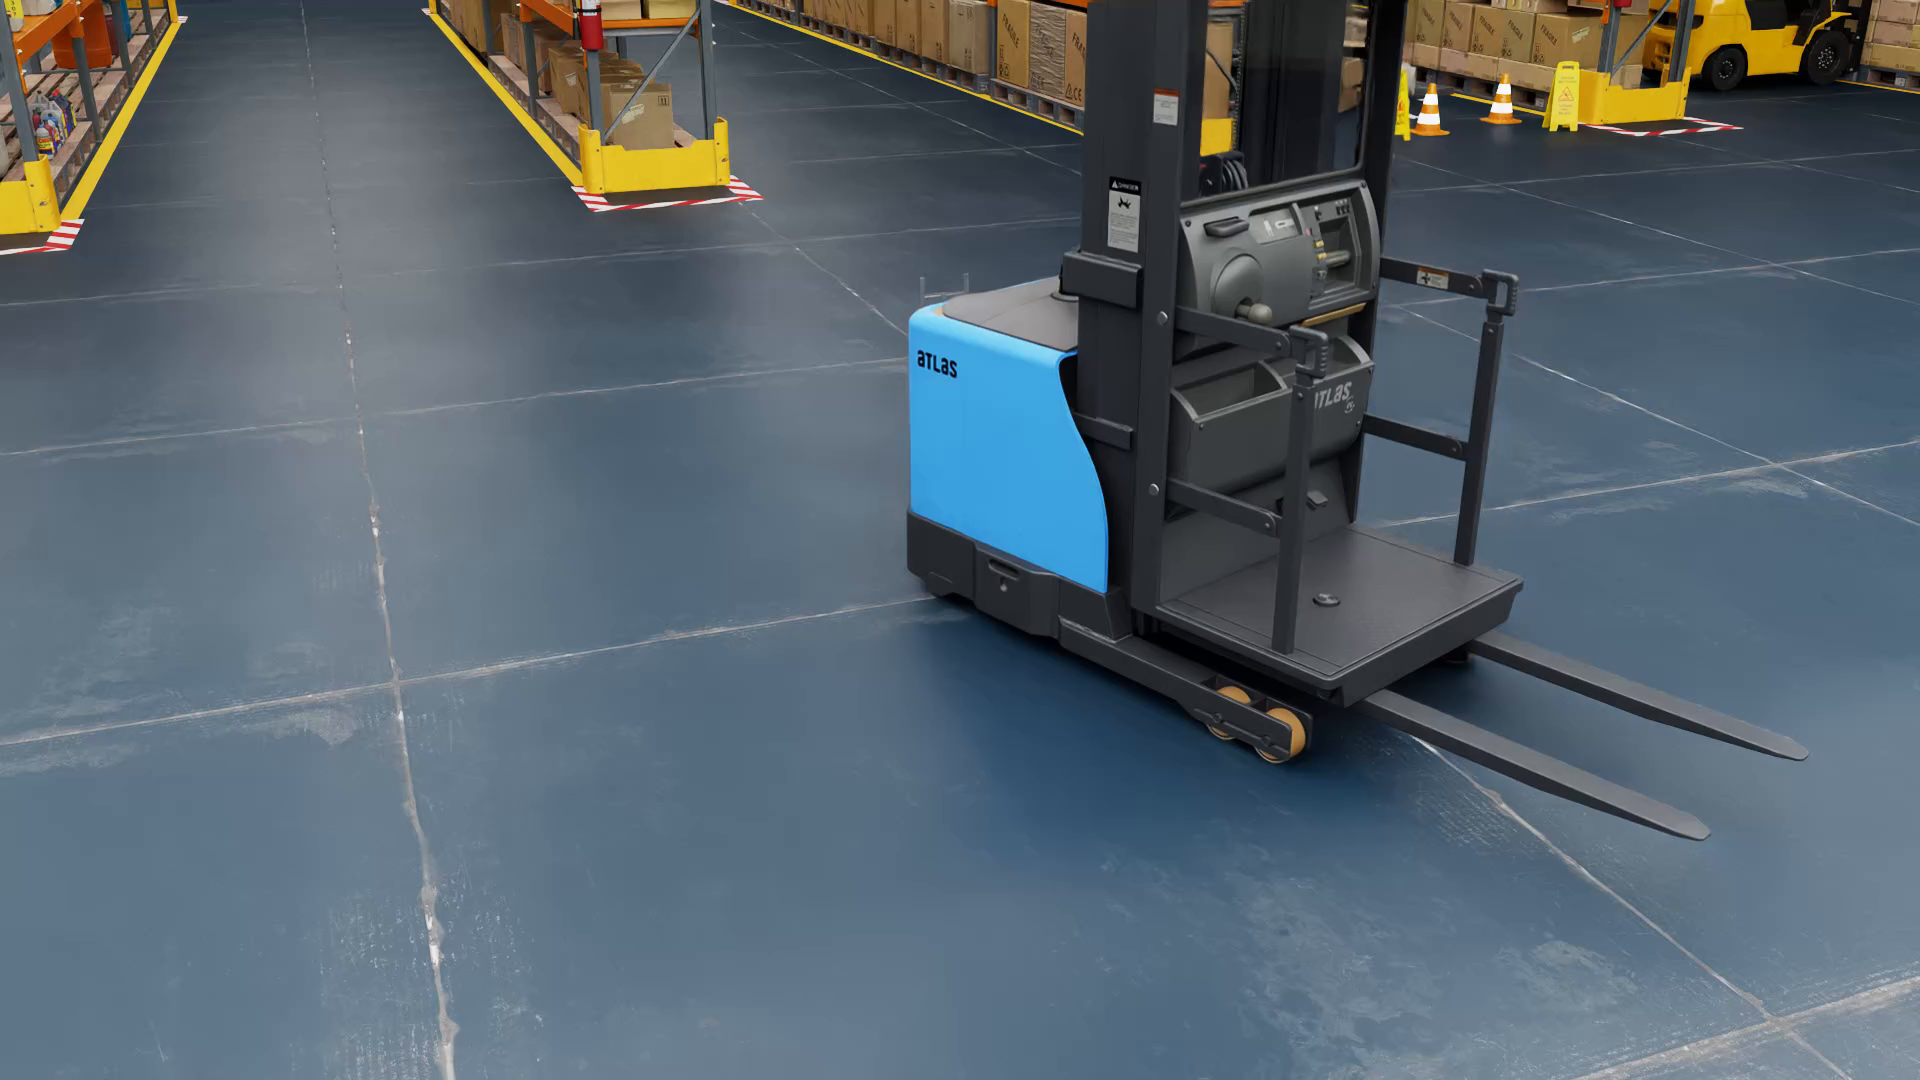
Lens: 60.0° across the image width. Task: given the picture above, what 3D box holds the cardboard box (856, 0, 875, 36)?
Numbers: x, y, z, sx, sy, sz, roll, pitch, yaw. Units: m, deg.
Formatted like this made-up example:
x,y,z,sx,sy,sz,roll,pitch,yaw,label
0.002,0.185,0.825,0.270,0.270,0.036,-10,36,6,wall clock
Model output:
x,y,z,sx,sy,sz,roll,pitch,yaw,label
-1.086,-7.062,22.321,0.500,0.500,0.500,-8,24,-19,cardboard box

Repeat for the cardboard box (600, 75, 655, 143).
x,y,z,sx,sy,sz,roll,pitch,yaw,label
-2.907,-3.750,14.463,0.500,0.500,0.500,-2,23,-5,cardboard box

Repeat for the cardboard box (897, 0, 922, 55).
x,y,z,sx,sy,sz,roll,pitch,yaw,label
-0.166,-6.423,20.484,1.050,0.750,0.750,-8,24,-18,cardboard box

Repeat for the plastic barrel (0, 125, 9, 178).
x,y,z,sx,sy,sz,roll,pitch,yaw,label
-7.574,-3.045,12.775,0.421,0.512,0.421,0,23,0,plastic barrel

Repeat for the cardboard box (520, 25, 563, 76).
x,y,z,sx,sy,sz,roll,pitch,yaw,label
-4.418,-5.376,18.295,0.700,0.500,0.500,-11,25,-24,cardboard box

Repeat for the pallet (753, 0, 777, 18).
x,y,z,sx,sy,sz,roll,pitch,yaw,label
-2.728,-8.669,27.046,1.003,0.211,1.213,-8,24,-19,pallet

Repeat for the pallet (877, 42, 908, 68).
x,y,z,sx,sy,sz,roll,pitch,yaw,label
-0.401,-6.236,21.273,1.003,0.211,1.213,-8,24,-19,pallet

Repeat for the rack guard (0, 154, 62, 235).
x,y,z,sx,sy,sz,roll,pitch,yaw,label
-7.164,-2.456,11.934,1.175,0.500,0.348,-8,24,-19,rack guard

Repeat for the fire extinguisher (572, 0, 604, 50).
x,y,z,sx,sy,sz,roll,pitch,yaw,label
-2.850,-4.126,12.777,0.296,0.674,0.183,-8,24,-19,fire extinguisher

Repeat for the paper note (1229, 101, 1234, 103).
x,y,z,sx,sy,sz,roll,pitch,yaw,label
2.995,-4.750,17.990,0.172,0.023,0.155,0,23,-1,paper note

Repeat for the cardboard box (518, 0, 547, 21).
x,y,z,sx,sy,sz,roll,pitch,yaw,label
-4.824,-6.139,19.140,0.500,0.250,0.500,-6,23,-13,cardboard box

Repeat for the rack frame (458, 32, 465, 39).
x,y,z,sx,sy,sz,roll,pitch,yaw,label
-6.698,-8.627,23.356,1.000,3.000,0.127,-8,24,-19,rack frame

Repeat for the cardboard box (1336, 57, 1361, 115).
x,y,z,sx,sy,sz,roll,pitch,yaw,label
3.823,-4.767,17.412,0.637,0.503,0.797,12,26,27,cardboard box

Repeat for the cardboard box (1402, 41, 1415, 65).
x,y,z,sx,sy,sz,roll,pitch,yaw,label
5.355,-5.755,19.541,0.500,0.250,0.500,-10,25,-21,cardboard box

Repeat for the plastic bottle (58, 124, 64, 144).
x,y,z,sx,sy,sz,roll,pitch,yaw,label
-7.706,-3.473,14.166,0.097,0.201,0.097,0,23,0,plastic bottle

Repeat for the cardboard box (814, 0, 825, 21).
x,y,z,sx,sy,sz,roll,pitch,yaw,label
-1.821,-7.815,24.109,0.500,0.500,0.500,-7,24,-17,cardboard box

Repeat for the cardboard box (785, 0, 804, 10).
x,y,z,sx,sy,sz,roll,pitch,yaw,label
-2.480,-8.246,25.583,0.380,0.149,0.250,-8,24,-18,cardboard box

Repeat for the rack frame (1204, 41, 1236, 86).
x,y,z,sx,sy,sz,roll,pitch,yaw,label
2.217,-4.911,14.539,1.000,3.000,0.127,-8,24,-19,rack frame

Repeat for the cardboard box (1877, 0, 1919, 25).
x,y,z,sx,sy,sz,roll,pitch,yaw,label
10.814,-6.005,18.848,0.500,0.250,0.500,-8,24,-18,cardboard box

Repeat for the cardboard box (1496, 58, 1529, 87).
x,y,z,sx,sy,sz,roll,pitch,yaw,label
6.099,-4.999,17.748,0.500,0.250,0.500,-8,24,-19,cardboard box

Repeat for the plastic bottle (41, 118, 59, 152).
x,y,z,sx,sy,sz,roll,pitch,yaw,label
-7.563,-3.359,13.803,0.097,0.271,0.097,0,23,0,plastic bottle

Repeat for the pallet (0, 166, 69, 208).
x,y,z,sx,sy,sz,roll,pitch,yaw,label
-7.446,-2.619,12.693,1.003,0.211,1.213,-8,24,-19,pallet

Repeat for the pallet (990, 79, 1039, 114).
x,y,z,sx,sy,sz,roll,pitch,yaw,label
0.999,-4.792,17.847,1.003,0.211,1.213,-8,24,-19,pallet

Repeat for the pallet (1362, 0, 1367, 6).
x,y,z,sx,sy,sz,roll,pitch,yaw,label
7.538,-9.094,28.054,1.003,0.211,1.213,-8,24,-19,pallet

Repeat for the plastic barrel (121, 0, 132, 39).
x,y,z,sx,sy,sz,roll,pitch,yaw,label
-11.156,-6.974,21.595,0.600,0.901,0.708,-8,24,-19,plastic barrel

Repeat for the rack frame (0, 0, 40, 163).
x,y,z,sx,sy,sz,roll,pitch,yaw,label
-7.093,-3.587,11.399,1.000,3.000,0.127,-8,24,-19,rack frame

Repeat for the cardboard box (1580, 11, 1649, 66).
x,y,z,sx,sy,sz,roll,pitch,yaw,label
6.777,-5.238,17.350,0.500,0.500,0.500,-9,25,-21,cardboard box

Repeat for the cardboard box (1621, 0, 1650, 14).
x,y,z,sx,sy,sz,roll,pitch,yaw,label
9.579,-7.333,22.802,0.875,0.625,0.625,-9,24,-20,cardboard box

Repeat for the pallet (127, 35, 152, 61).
x,y,z,sx,sy,sz,roll,pitch,yaw,label
-11.098,-6.376,21.607,1.003,0.211,1.213,-8,24,-19,pallet

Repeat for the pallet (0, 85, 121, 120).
x,y,z,sx,sy,sz,roll,pitch,yaw,label
-9.254,-4.480,17.106,1.003,0.211,1.213,-8,24,-19,pallet

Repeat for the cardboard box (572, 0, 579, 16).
x,y,z,sx,sy,sz,roll,pitch,yaw,label
-2.977,-4.401,13.653,0.380,0.149,0.250,-8,24,-19,cardboard box

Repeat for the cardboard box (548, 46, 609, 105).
x,y,z,sx,sy,sz,roll,pitch,yaw,label
-3.768,-4.611,16.505,0.500,0.500,0.500,-9,25,-21,cardboard box

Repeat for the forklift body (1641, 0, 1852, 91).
x,y,z,sx,sy,sz,roll,pitch,yaw,label
9.078,-6.356,19.062,2.313,2.155,1.214,-8,24,-19,forklift body

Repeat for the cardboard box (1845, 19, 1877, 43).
x,y,z,sx,sy,sz,roll,pitch,yaw,label
10.621,-5.968,19.403,0.500,0.250,0.500,-9,24,-20,cardboard box

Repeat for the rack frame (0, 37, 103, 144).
x,y,z,sx,sy,sz,roll,pitch,yaw,label
-8.506,-5.041,14.847,1.000,3.000,0.127,-8,24,-19,rack frame

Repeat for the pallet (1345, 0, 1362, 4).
x,y,z,sx,sy,sz,roll,pitch,yaw,label
6.973,-9.634,29.335,1.003,0.211,1.213,-8,24,-19,pallet

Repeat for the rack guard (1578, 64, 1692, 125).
x,y,z,sx,sy,sz,roll,pitch,yaw,label
6.785,-4.502,16.788,1.175,0.500,0.348,-8,24,-19,rack guard

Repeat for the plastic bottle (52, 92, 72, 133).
x,y,z,sx,sy,sz,roll,pitch,yaw,label
-7.941,-3.758,14.649,0.144,0.351,0.185,-10,25,-22,plastic bottle

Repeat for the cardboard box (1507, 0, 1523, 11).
x,y,z,sx,sy,sz,roll,pitch,yaw,label
6.007,-5.669,17.536,0.380,0.149,0.250,-8,24,-18,cardboard box

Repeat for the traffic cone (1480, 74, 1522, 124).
x,y,z,sx,sy,sz,roll,pitch,yaw,label
5.453,-4.437,16.681,0.336,0.463,0.334,-8,24,-19,traffic cone

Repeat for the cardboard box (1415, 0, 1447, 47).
x,y,z,sx,sy,sz,roll,pitch,yaw,label
5.555,-5.908,18.938,0.500,0.500,0.500,-7,24,-17,cardboard box

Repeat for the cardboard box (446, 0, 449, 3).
x,y,z,sx,sy,sz,roll,pitch,yaw,label
-7.810,-9.073,26.610,0.875,0.875,0.875,-8,24,-19,cardboard box

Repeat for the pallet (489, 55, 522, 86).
x,y,z,sx,sy,sz,roll,pitch,yaw,label
-5.011,-5.604,19.775,1.003,0.211,1.213,-8,24,-19,pallet

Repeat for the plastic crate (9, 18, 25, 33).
x,y,z,sx,sy,sz,roll,pitch,yaw,label
-7.108,-3.835,12.326,0.298,0.136,0.250,-8,24,-19,plastic crate

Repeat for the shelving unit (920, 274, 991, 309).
x,y,z,sx,sy,sz,roll,pitch,yaw,label
-0.019,-0.503,6.592,0.215,1.050,0.252,-8,24,-19,shelving unit

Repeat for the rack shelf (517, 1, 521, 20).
x,y,z,sx,sy,sz,roll,pitch,yaw,label
-4.579,-6.115,18.323,1.077,0.370,4.000,-8,24,-19,rack shelf

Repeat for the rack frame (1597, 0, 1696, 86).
x,y,z,sx,sy,sz,roll,pitch,yaw,label
6.812,-5.626,16.237,1.000,3.000,0.127,-8,24,-19,rack frame

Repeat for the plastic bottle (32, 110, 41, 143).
x,y,z,sx,sy,sz,roll,pitch,yaw,label
-7.872,-3.536,14.207,0.061,0.283,0.133,-8,24,-19,plastic bottle

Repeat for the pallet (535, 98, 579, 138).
x,y,z,sx,sy,sz,roll,pitch,yaw,label
-3.602,-4.196,16.434,1.003,0.211,1.213,-8,24,-19,pallet

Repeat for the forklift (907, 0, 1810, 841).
x,y,z,sx,sy,sz,roll,pitch,yaw,label
1.161,-0.888,5.082,1.130,2.935,3.031,-19,30,-38,forklift

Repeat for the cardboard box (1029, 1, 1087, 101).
x,y,z,sx,sy,sz,roll,pitch,yaw,label
1.282,-5.013,16.977,0.875,0.875,0.875,-8,24,-19,cardboard box

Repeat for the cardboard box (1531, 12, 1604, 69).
x,y,z,sx,sy,sz,roll,pitch,yaw,label
6.285,-5.154,17.150,0.500,0.500,0.500,-8,24,-19,cardboard box

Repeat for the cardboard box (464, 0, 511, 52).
x,y,z,sx,sy,sz,roll,pitch,yaw,label
-5.510,-6.642,20.841,1.225,0.875,0.875,-10,25,-21,cardboard box
